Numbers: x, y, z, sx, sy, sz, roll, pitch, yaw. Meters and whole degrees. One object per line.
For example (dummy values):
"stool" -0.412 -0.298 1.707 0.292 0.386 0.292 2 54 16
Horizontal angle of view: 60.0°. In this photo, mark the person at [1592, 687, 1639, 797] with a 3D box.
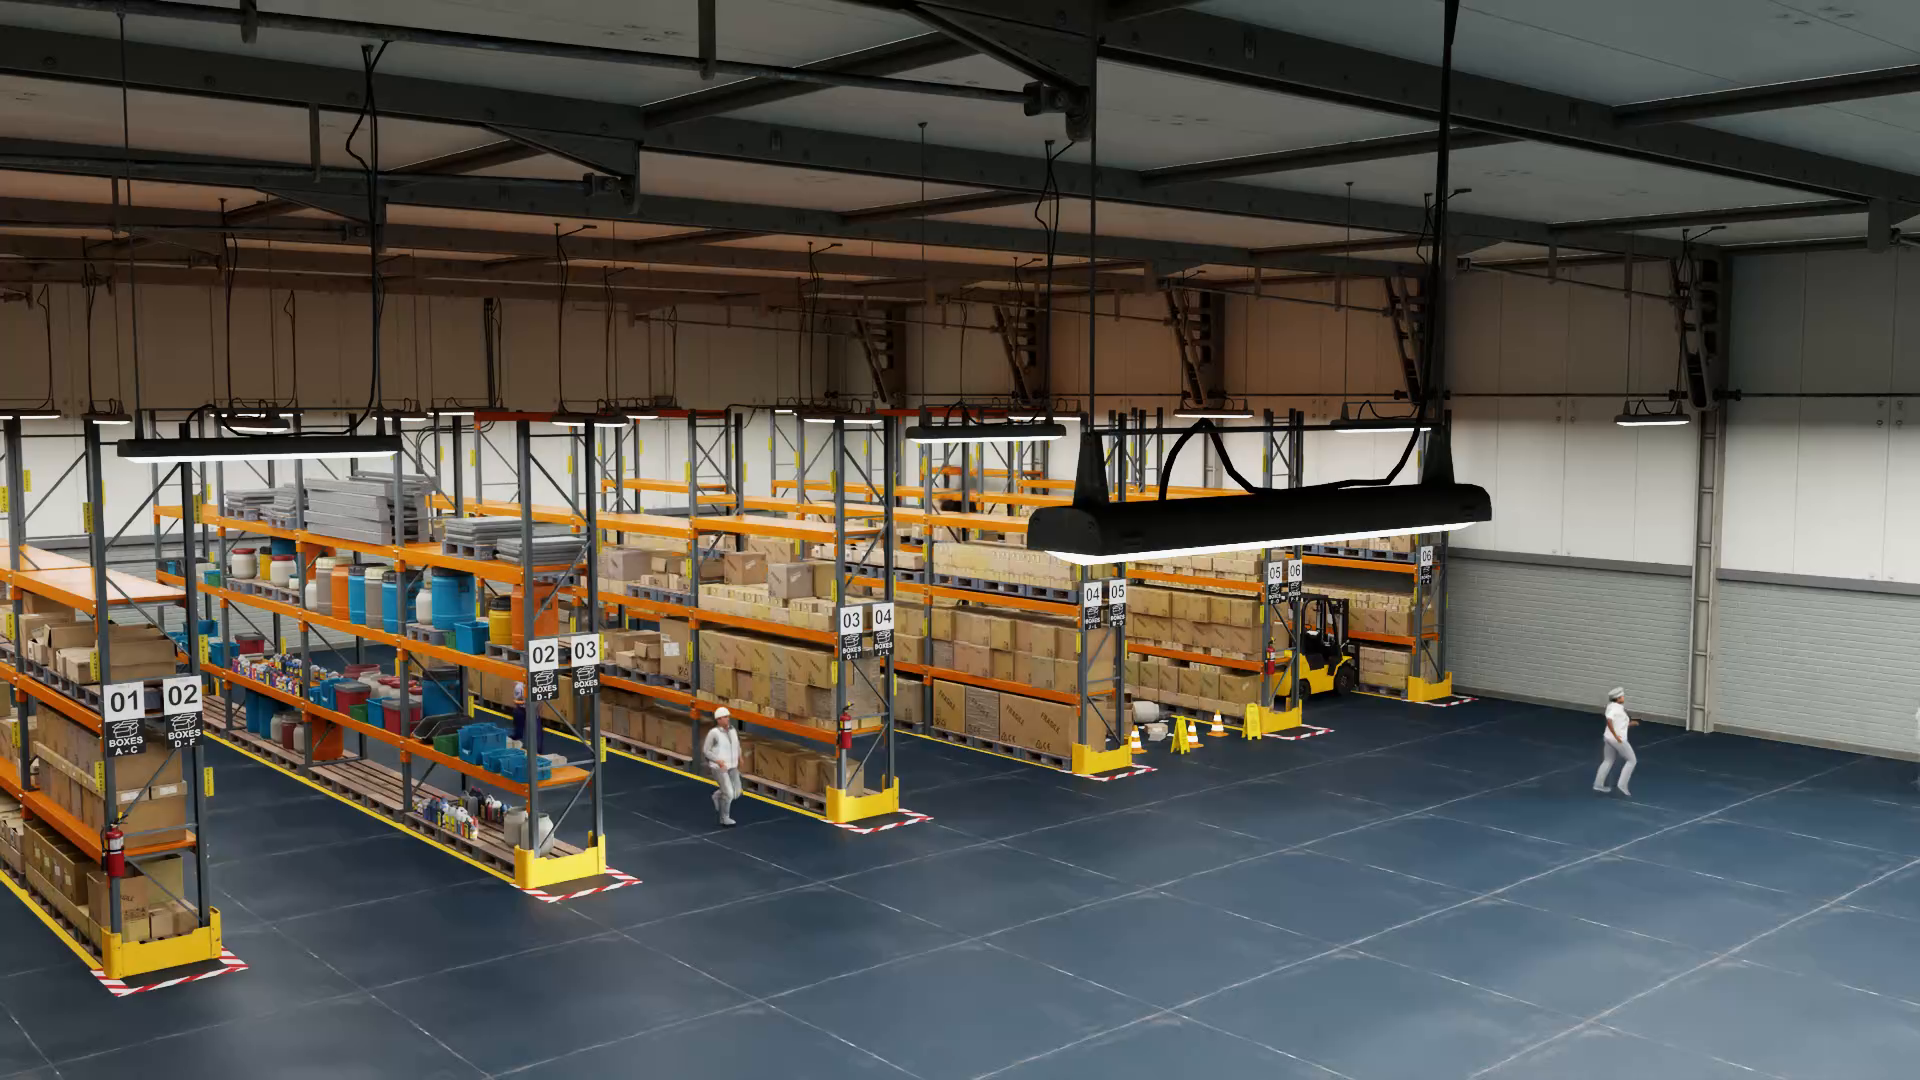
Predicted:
"person" 10.361 3.187 26.233 0.686 1.741 0.557 0 5 -3

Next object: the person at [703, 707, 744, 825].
"person" -3.508 3.316 24.515 0.614 1.729 0.705 4 7 40

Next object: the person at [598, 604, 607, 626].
"person" -8.311 2.221 37.662 0.607 1.719 0.694 -4 6 -36

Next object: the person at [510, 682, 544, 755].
"person" -7.440 3.006 28.470 0.901 1.667 0.568 4 6 37
